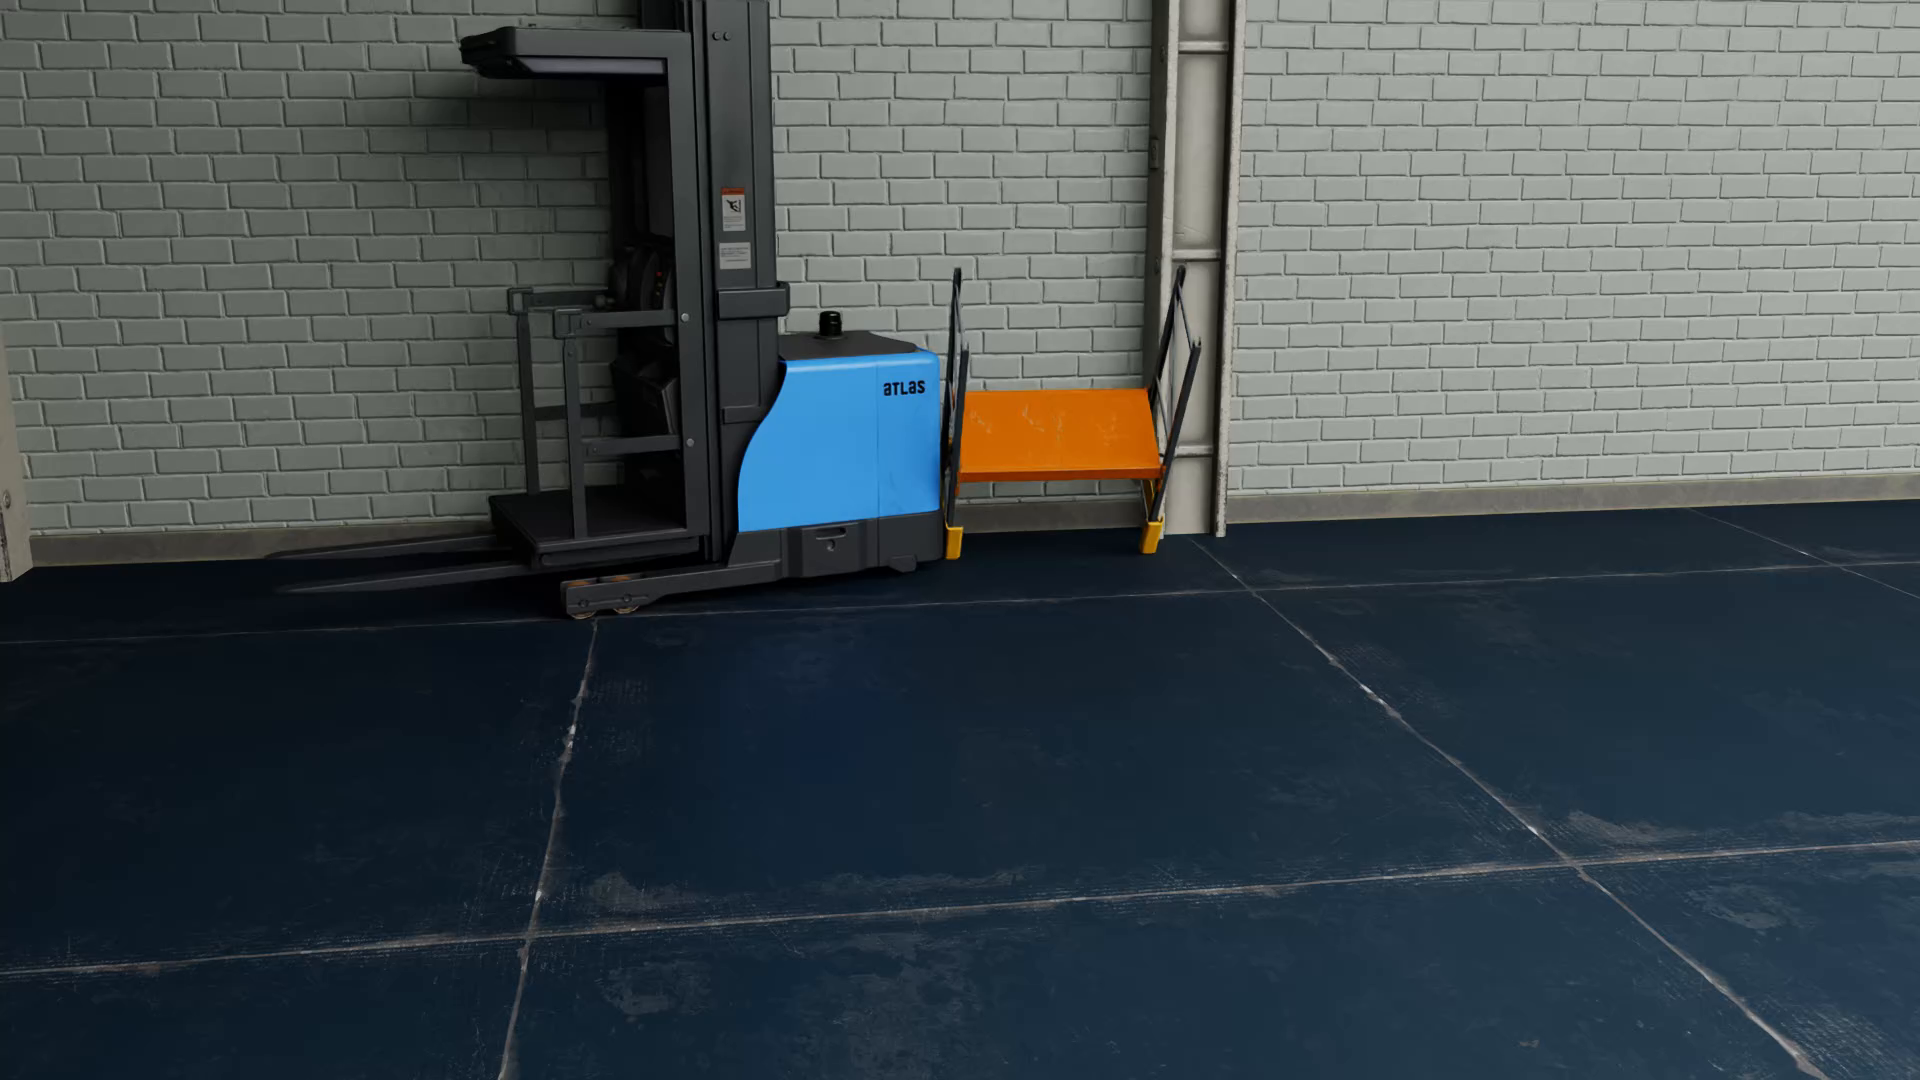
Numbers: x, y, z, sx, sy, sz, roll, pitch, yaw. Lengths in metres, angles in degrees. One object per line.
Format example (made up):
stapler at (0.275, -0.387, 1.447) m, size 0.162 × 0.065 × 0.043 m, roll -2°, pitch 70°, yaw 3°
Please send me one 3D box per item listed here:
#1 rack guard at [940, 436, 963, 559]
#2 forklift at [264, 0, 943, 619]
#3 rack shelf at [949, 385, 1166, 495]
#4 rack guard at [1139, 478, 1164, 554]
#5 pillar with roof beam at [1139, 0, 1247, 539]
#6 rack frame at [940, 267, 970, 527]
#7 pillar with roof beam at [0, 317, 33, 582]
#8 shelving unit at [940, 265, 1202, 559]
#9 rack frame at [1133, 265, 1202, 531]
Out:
rack guard at (-0.052, -0.217, 8.401) m, size 0.087 × 0.250 × 0.587 m, roll -1°, pitch 55°, yaw -5°
forklift at (-1.638, -1.219, 7.557) m, size 3.031 × 2.935 × 1.130 m, roll -7°, pitch 16°, yaw -25°
rack shelf at (0.460, -0.488, 8.084) m, size 1.000 × 0.185 × 0.538 m, roll -1°, pitch 55°, yaw -5°
rack guard at (0.940, -0.242, 8.490) m, size 0.087 × 0.250 × 0.587 m, roll -1°, pitch 55°, yaw -5°
pillar with roof beam at (1.829, -3.378, 3.692) m, size 0.400 × 9.000 × 9.100 m, roll -2°, pitch 14°, yaw -8°
rack frame at (-0.036, -0.580, 7.893) m, size 0.032 × 1.500 × 0.500 m, roll -1°, pitch 55°, yaw -5°
pillar with roof beam at (-4.104, -3.161, 2.825) m, size 0.400 × 9.000 × 9.100 m, roll -2°, pitch 14°, yaw -8°
shelving unit at (0.480, -0.593, 7.938) m, size 1.083 × 1.500 × 0.587 m, roll -1°, pitch 55°, yaw -5°
rack frame at (0.977, -0.606, 7.983) m, size 0.032 × 1.500 × 0.500 m, roll -1°, pitch 55°, yaw -5°
